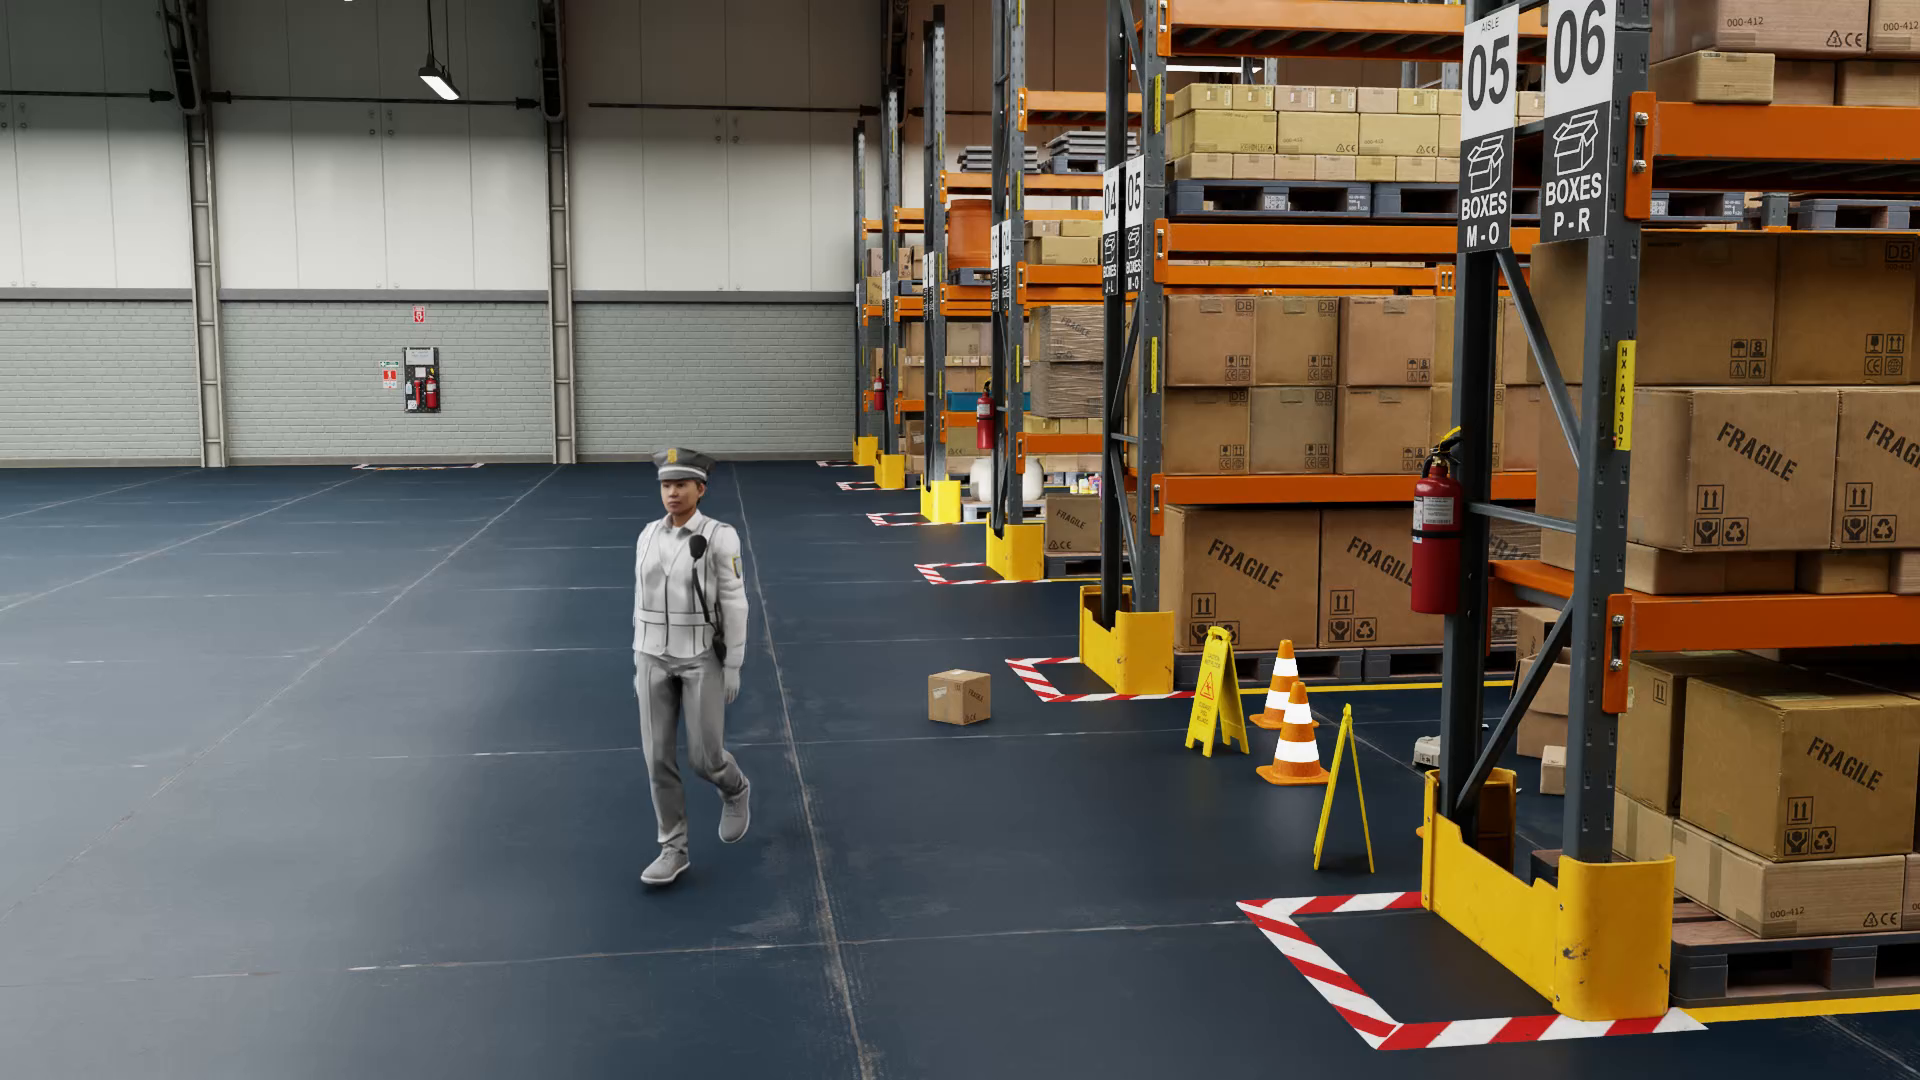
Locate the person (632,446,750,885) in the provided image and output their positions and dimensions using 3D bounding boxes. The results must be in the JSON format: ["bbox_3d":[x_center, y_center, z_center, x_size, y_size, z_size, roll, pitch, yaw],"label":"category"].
[{"bbox_3d":[-1.052,0.466,6.522,0.483,1.675,0.598,2,7,16],"label":"person"}]
